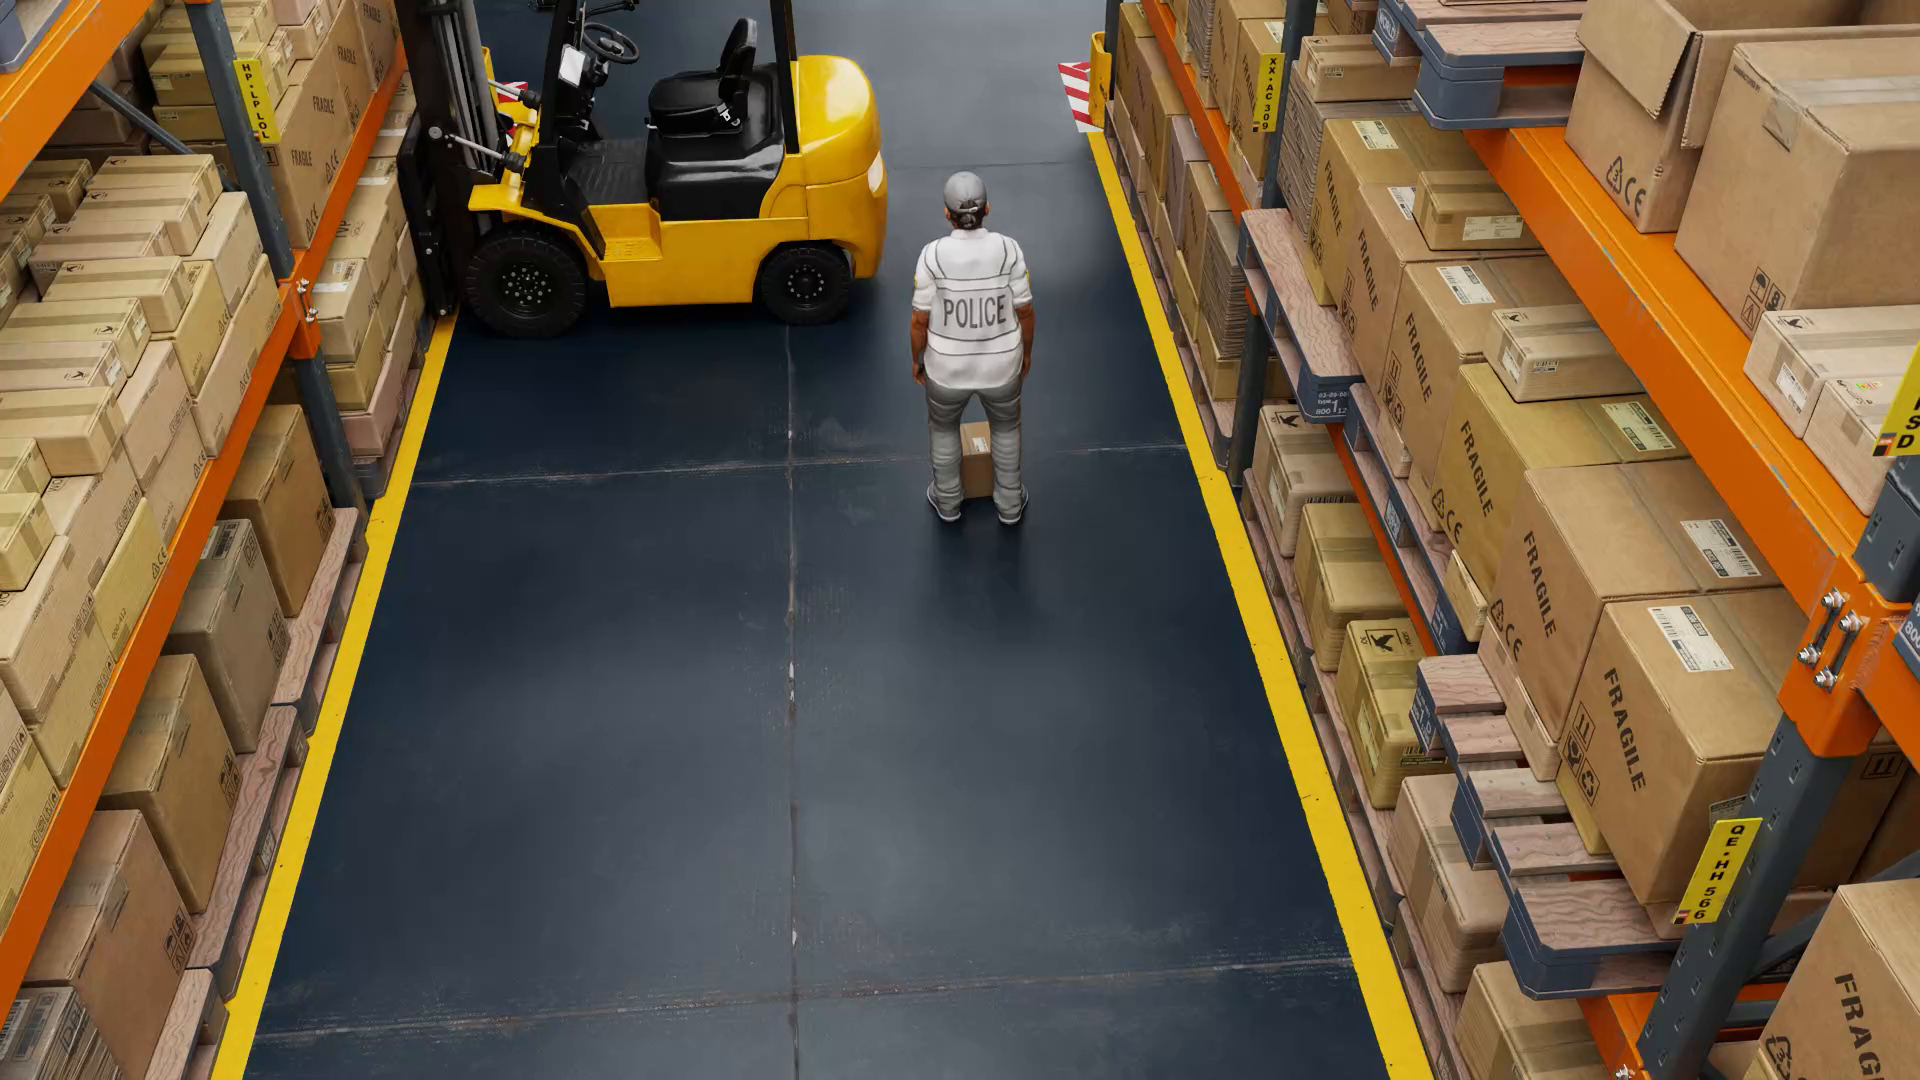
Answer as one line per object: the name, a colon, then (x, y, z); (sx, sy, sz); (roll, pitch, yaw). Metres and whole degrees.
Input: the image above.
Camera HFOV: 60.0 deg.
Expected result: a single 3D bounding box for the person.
person: (0.056, -0.772, 7.091); (0.537, 1.665, 0.468); (-4, 39, -4)
